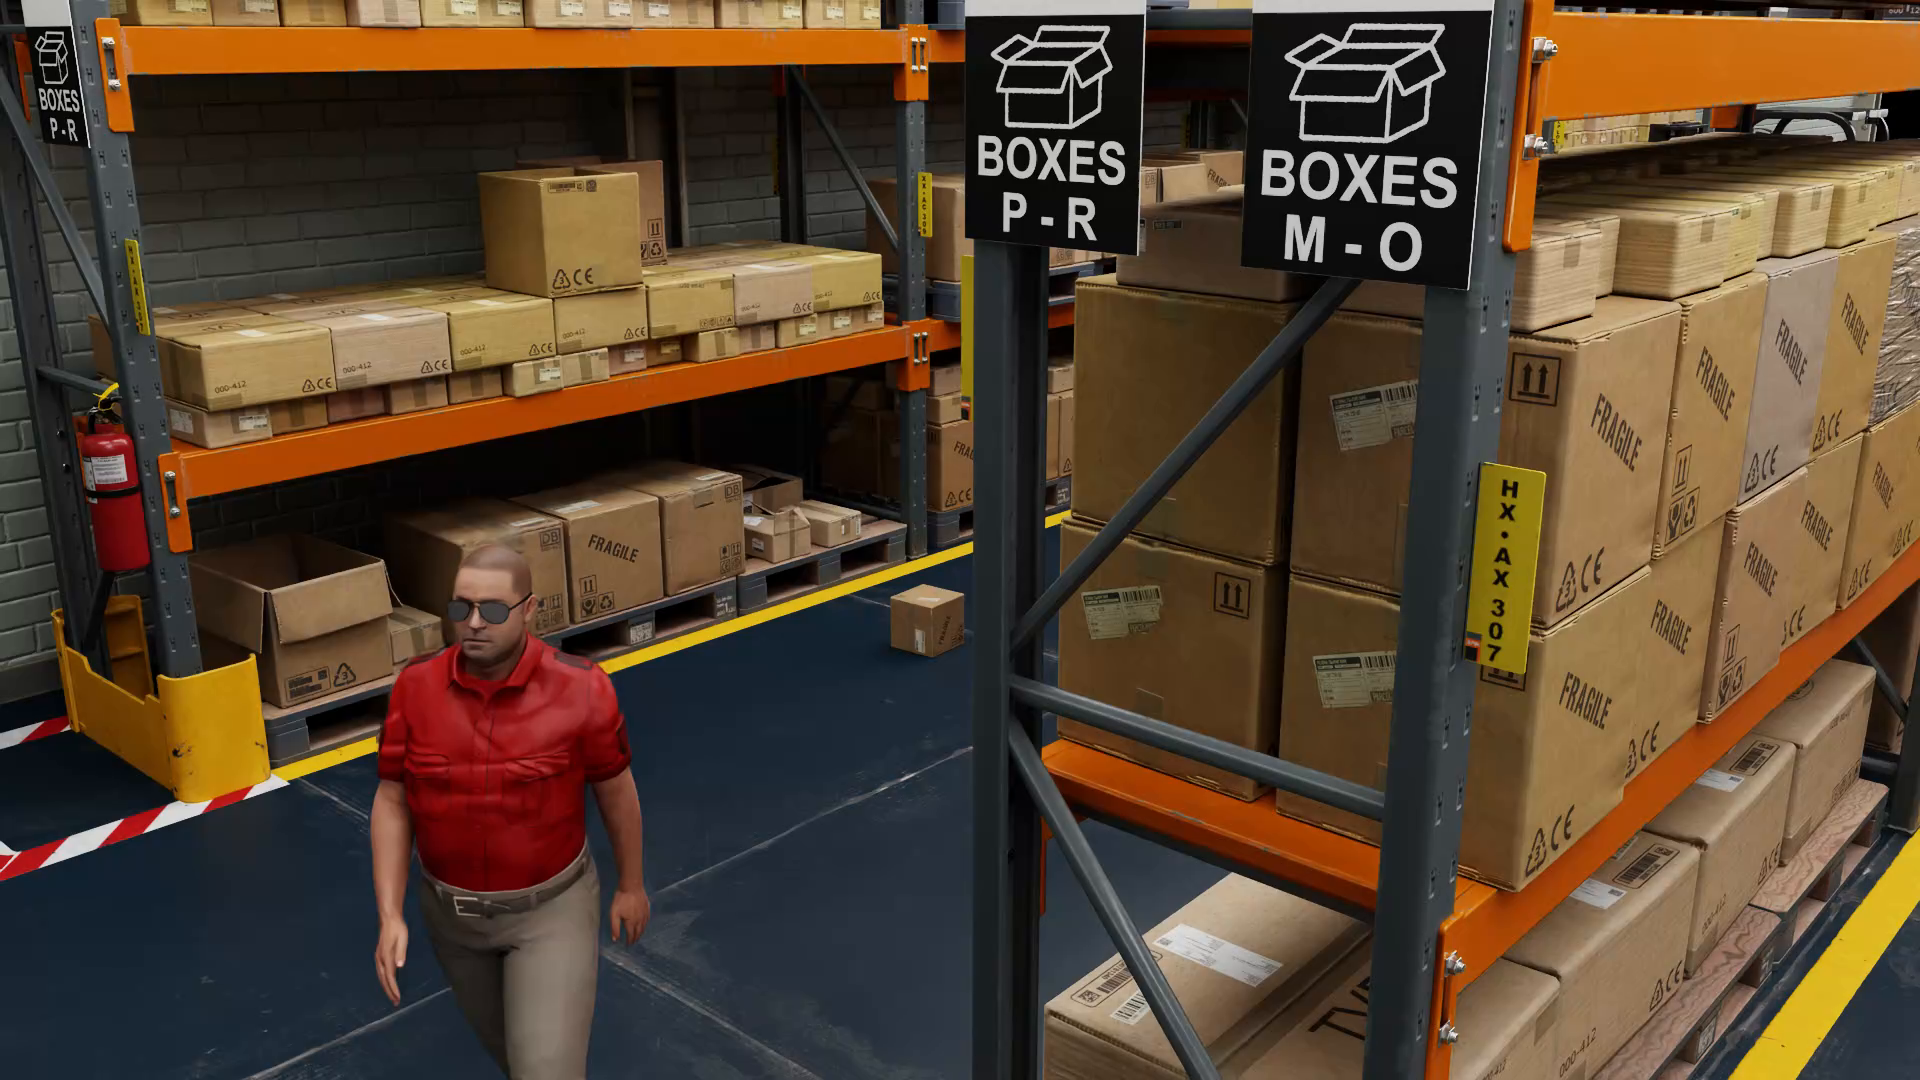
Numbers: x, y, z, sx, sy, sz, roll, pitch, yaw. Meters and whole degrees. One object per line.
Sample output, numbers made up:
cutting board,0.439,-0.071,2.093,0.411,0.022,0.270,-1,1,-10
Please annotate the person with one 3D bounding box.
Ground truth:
person,-1.038,0.860,3.692,0.546,1.694,0.945,3,17,8
